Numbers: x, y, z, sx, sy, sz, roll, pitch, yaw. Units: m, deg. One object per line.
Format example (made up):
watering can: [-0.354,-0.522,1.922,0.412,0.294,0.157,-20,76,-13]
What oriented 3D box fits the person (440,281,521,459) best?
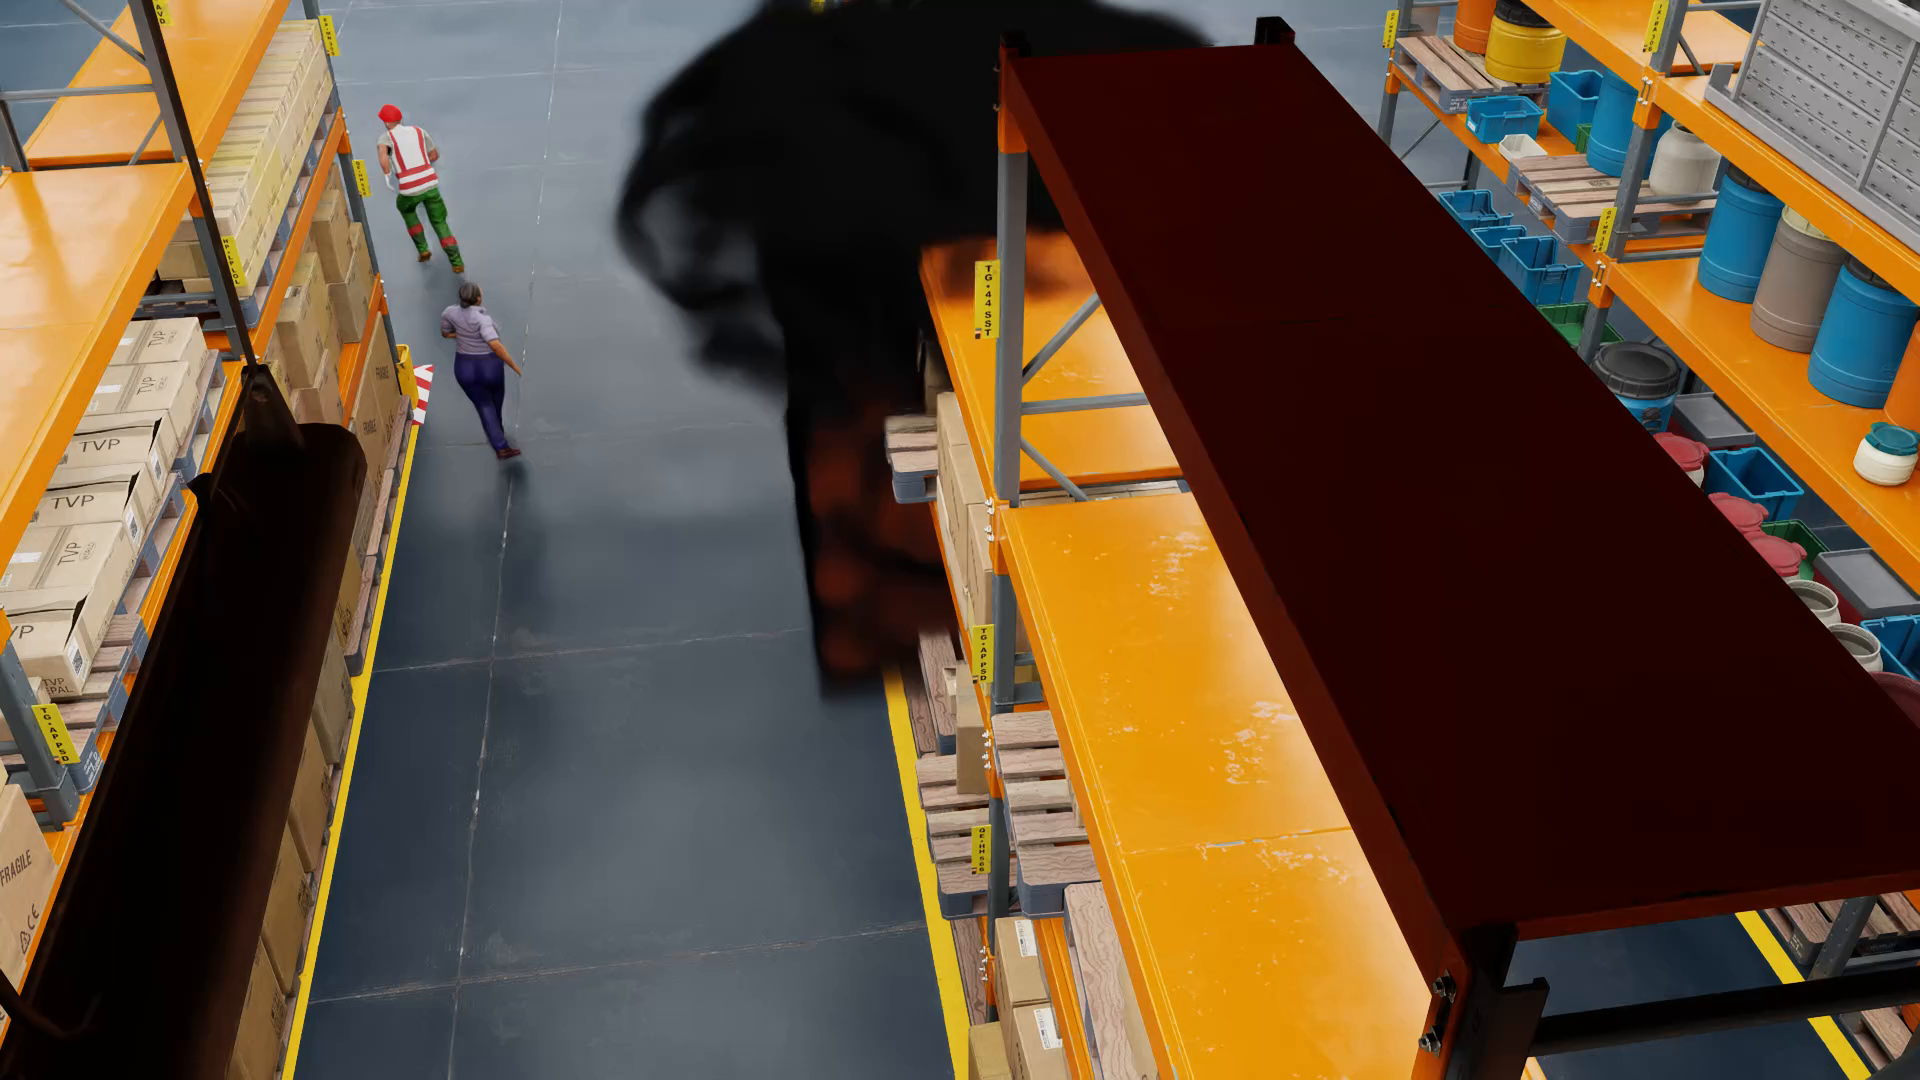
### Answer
person: [-4.004,-1.428,14.044,0.664,1.670,0.809,-2,36,-3]

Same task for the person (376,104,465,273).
person: [-5.459,-3.526,16.785,0.705,1.607,1.008,-30,45,-34]
